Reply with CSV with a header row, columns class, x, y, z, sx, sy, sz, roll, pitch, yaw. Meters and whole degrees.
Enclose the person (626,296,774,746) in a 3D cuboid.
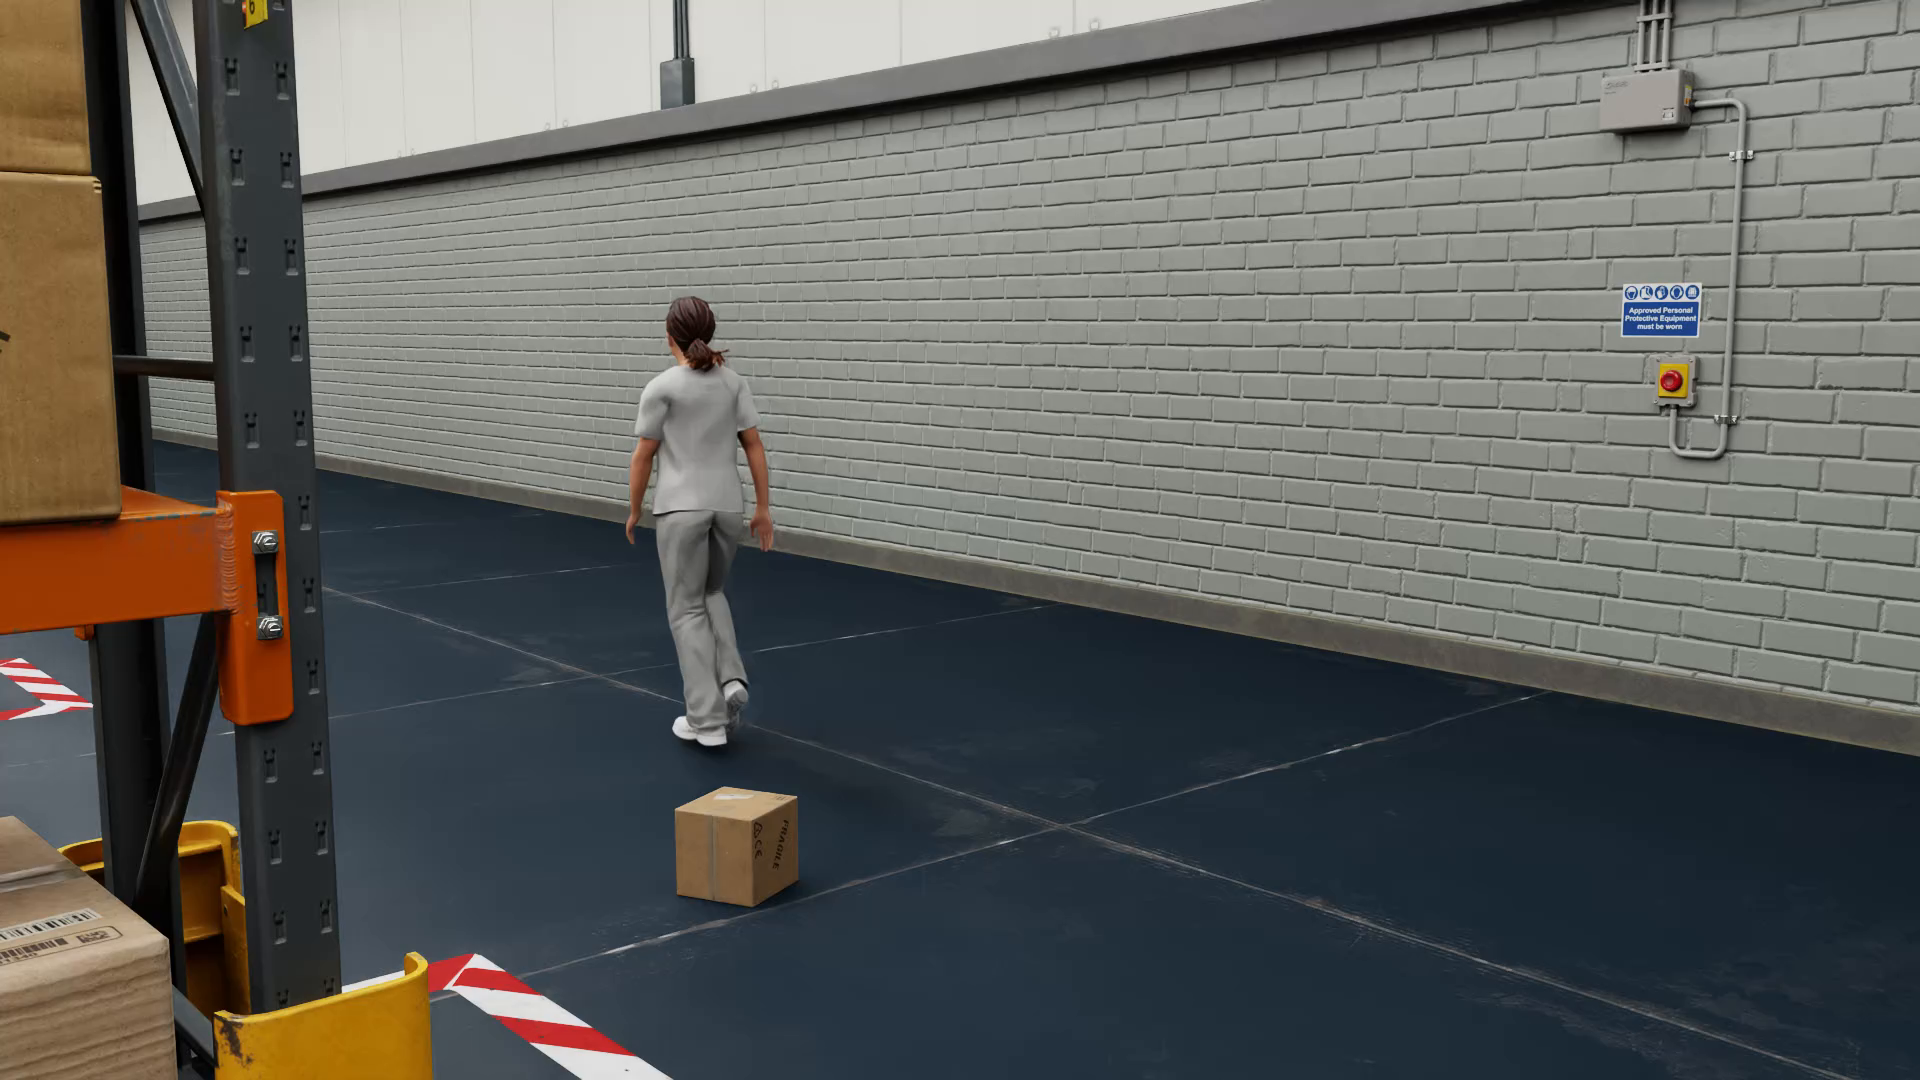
class,x,y,z,sx,sy,sz,roll,pitch,yaw
person,-0.987,-0.065,6.244,0.493,1.685,0.449,-6,9,-38
